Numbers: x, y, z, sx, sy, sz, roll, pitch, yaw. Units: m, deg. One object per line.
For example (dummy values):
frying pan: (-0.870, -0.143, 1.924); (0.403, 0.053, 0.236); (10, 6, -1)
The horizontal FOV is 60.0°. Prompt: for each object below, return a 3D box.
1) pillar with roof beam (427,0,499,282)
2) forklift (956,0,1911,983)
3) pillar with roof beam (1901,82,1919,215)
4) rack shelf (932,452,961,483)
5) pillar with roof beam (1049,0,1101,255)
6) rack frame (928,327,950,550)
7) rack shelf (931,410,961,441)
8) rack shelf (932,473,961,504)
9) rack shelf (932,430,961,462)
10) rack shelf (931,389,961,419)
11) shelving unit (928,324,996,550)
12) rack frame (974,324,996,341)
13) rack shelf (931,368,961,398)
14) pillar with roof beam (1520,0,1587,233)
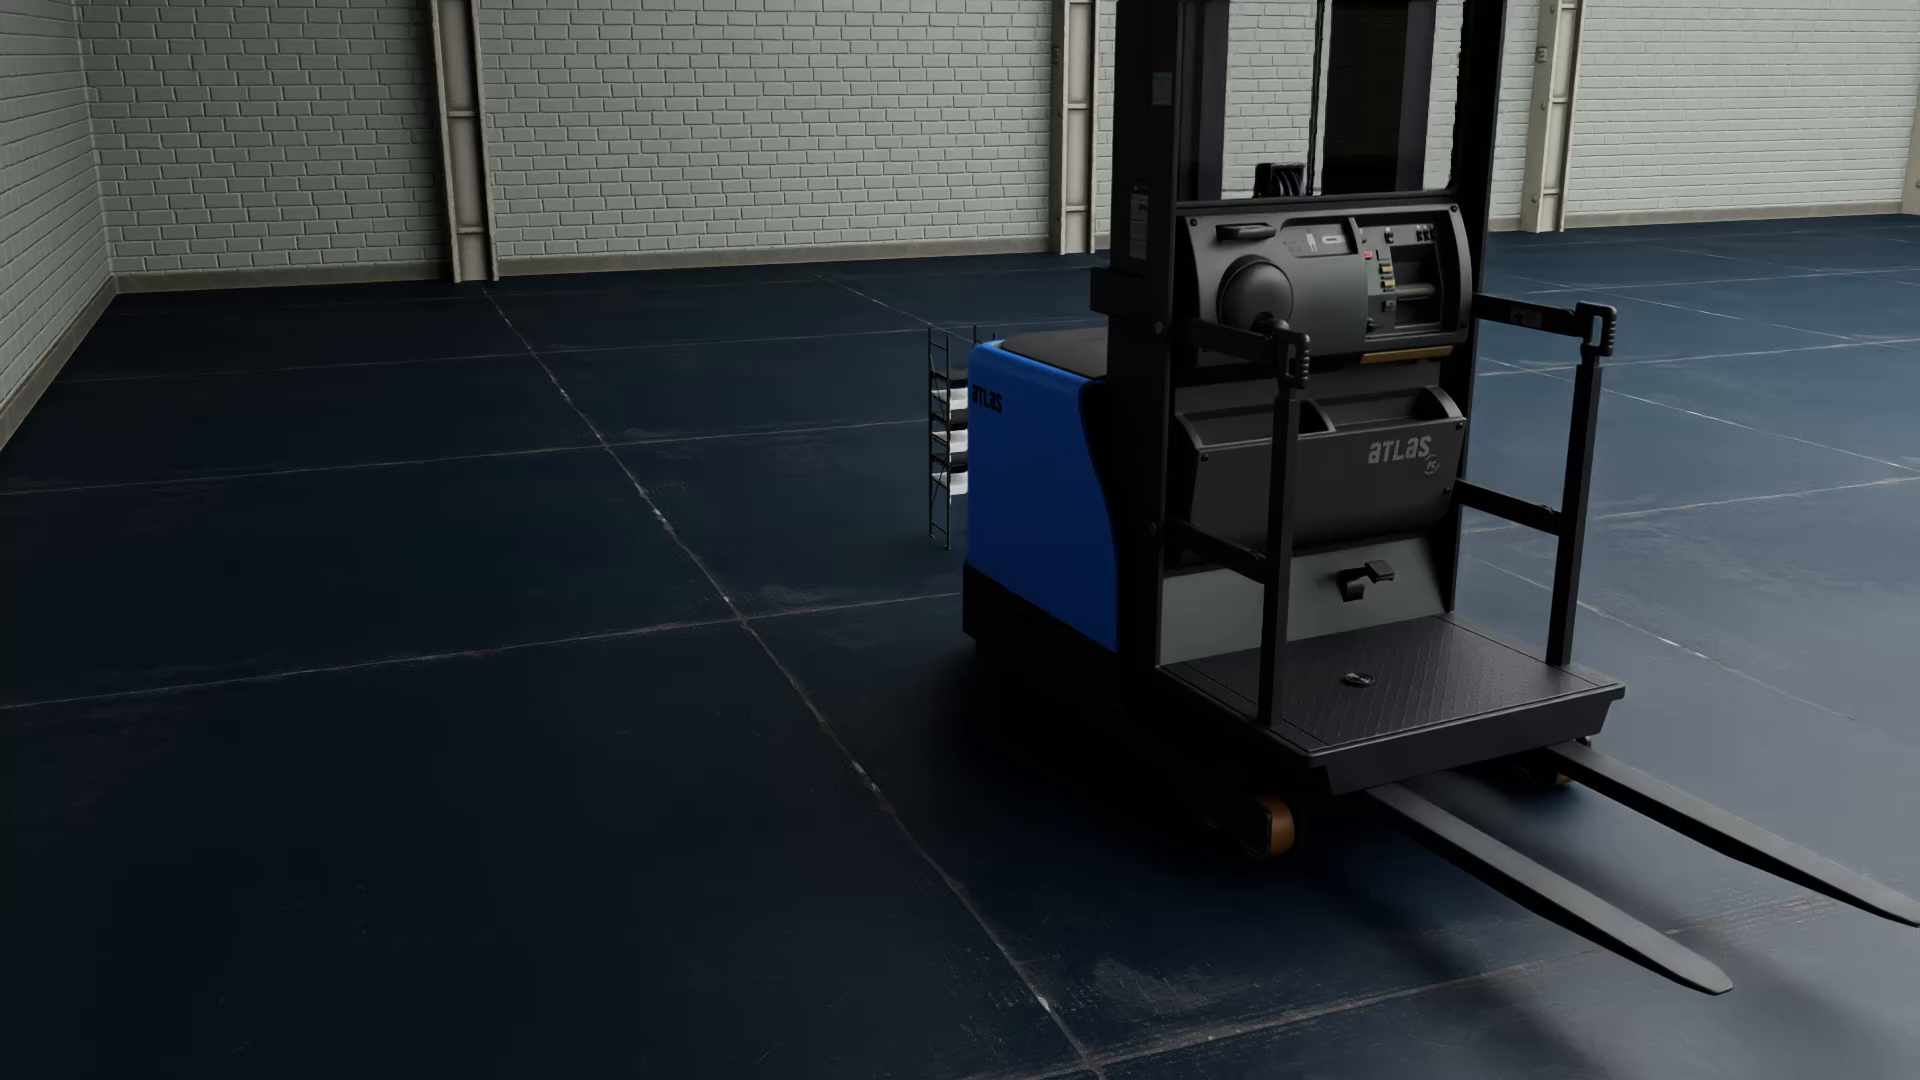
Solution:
pillar with roof beam: (-2.902, -5.574, 10.108); (0.400, 9.000, 9.100); (-6, 17, -20)
forklift: (1.091, -0.737, 4.406); (1.130, 2.935, 3.031); (-8, 18, -25)
pillar with roof beam: (13.906, -7.389, 16.288); (0.400, 9.000, 9.100); (-6, 17, -20)
rack shelf: (0.008, -0.314, 7.009); (0.200, 0.077, 0.258); (-6, 17, -20)
pillar with roof beam: (2.700, -6.179, 12.168); (0.400, 9.000, 9.100); (-6, 17, -20)
rack frame: (-0.087, -0.422, 6.939); (0.006, 0.900, 0.240); (-6, 17, -20)
rack shelf: (0.008, -0.487, 6.958); (0.200, 0.077, 0.258); (-6, 17, -20)
rack shelf: (0.008, -0.228, 7.034); (0.200, 0.077, 0.258); (-6, 17, -20)
rack shelf: (0.008, -0.401, 6.984); (0.200, 0.077, 0.258); (-6, 17, -20)
rack shelf: (0.008, -0.573, 6.933); (0.200, 0.077, 0.258); (-6, 17, -20)
shelving unit: (0.008, -0.433, 6.974); (0.210, 0.900, 0.258); (-6, 17, -20)
rack frame: (0.103, -0.443, 7.009); (0.006, 0.900, 0.240); (-6, 17, -20)
rack shelf: (0.008, -0.660, 6.908); (0.200, 0.077, 0.258); (-6, 17, -20)
pillar with roof beam: (8.303, -6.784, 14.228); (0.400, 9.000, 9.100); (-6, 17, -20)
